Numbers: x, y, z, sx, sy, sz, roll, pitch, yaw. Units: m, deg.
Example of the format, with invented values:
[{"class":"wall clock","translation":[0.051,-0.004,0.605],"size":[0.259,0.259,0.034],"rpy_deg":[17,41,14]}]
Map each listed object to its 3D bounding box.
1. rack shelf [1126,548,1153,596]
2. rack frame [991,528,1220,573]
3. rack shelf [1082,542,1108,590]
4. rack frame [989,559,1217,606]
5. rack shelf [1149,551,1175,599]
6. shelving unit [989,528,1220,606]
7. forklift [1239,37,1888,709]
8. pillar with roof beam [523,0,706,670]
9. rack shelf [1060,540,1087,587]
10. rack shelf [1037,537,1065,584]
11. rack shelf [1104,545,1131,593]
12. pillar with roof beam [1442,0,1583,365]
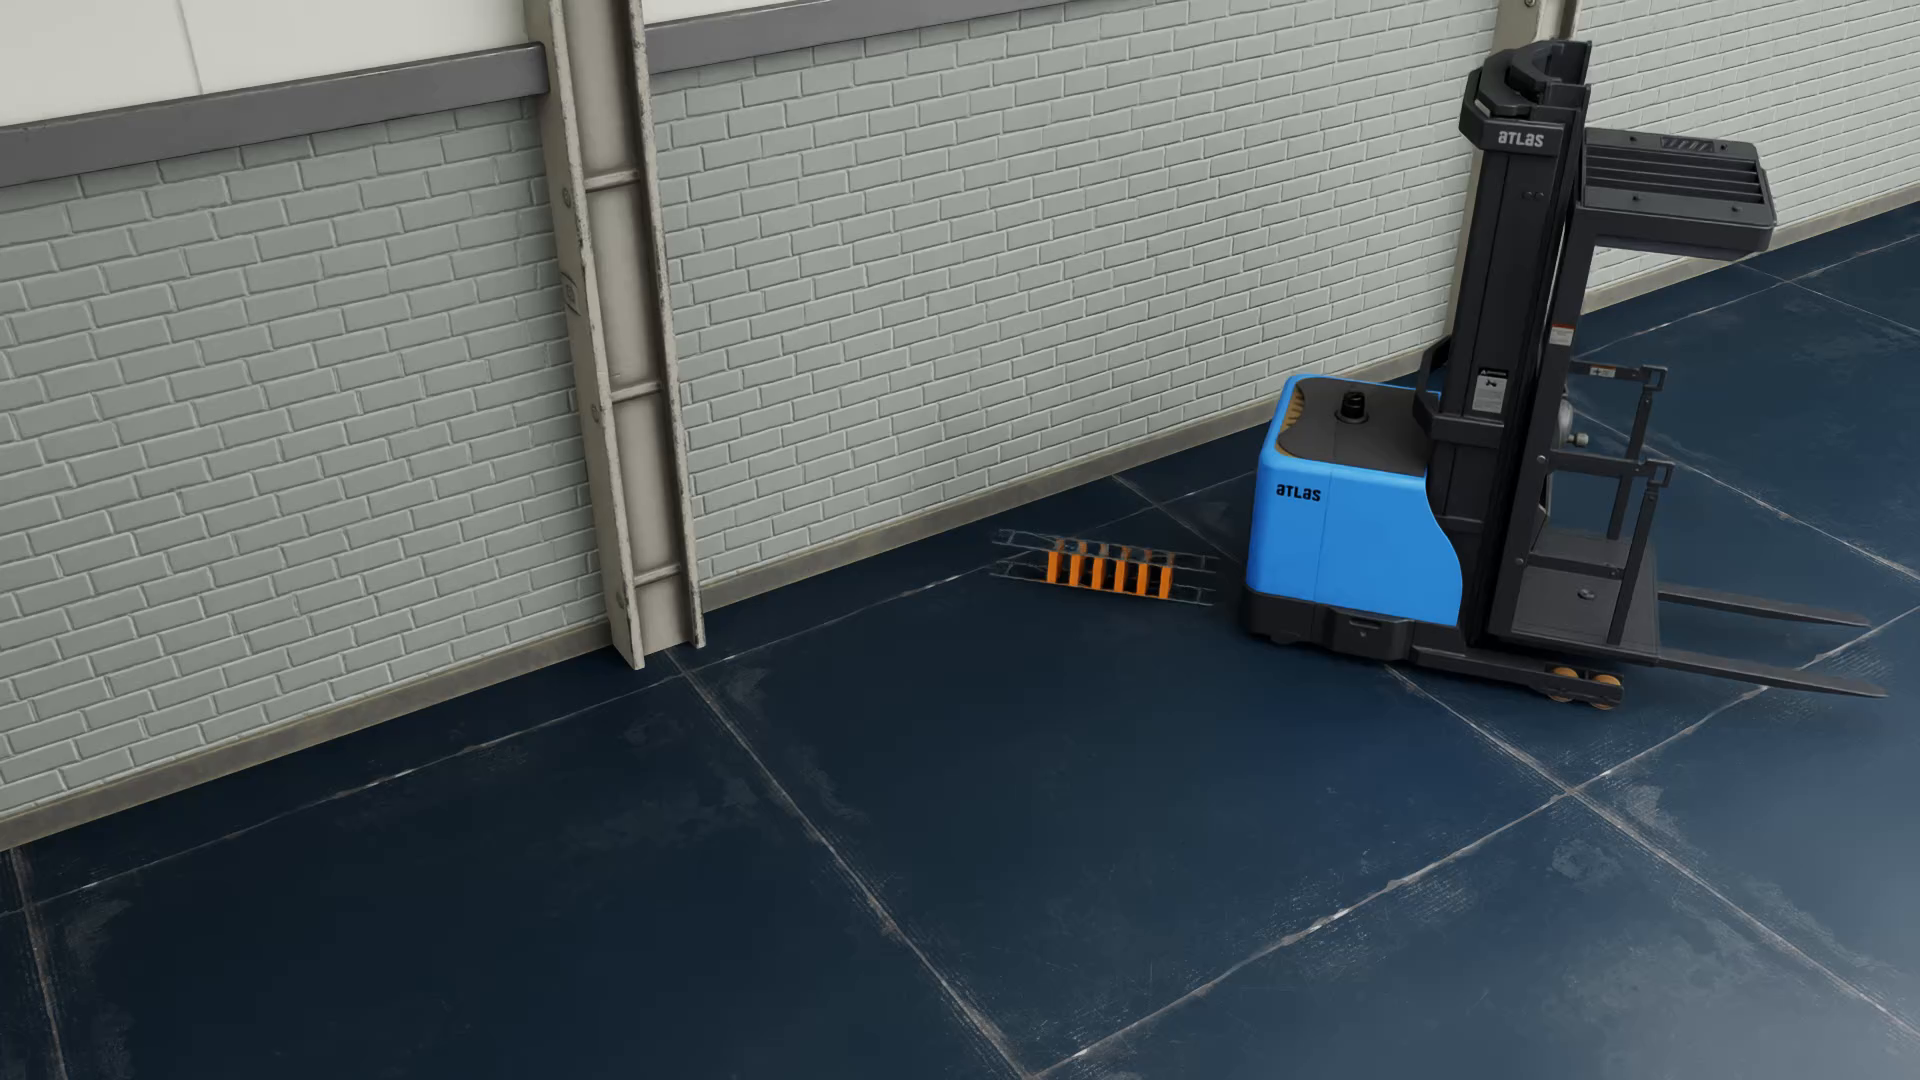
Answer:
[{"class":"rack shelf","translation":[0.963,0.166,8.863],"size":[0.103,0.180,0.258],"rpy_deg":[8,20,11]},{"class":"rack frame","translation":[0.778,0.055,8.870],"size":[1.200,0.006,0.240],"rpy_deg":[8,20,11]},{"class":"rack shelf","translation":[0.729,0.135,8.909],"size":[0.103,0.180,0.258],"rpy_deg":[8,20,11]},{"class":"rack frame","translation":[0.767,0.226,8.932],"size":[1.200,0.006,0.240],"rpy_deg":[8,20,11]},{"class":"rack shelf","translation":[1.080,0.182,8.841],"size":[0.103,0.180,0.258],"rpy_deg":[8,20,11]},{"class":"shelving unit","translation":[0.773,0.141,8.901],"size":[1.200,0.189,0.258],"rpy_deg":[8,20,11]},{"class":"forklift","translation":[3.012,-0.737,7.793],"size":[3.031,2.935,1.130],"rpy_deg":[10,34,15]},{"class":"pillar with roof beam","translation":[0.785,-1.348,3.074],"size":[0.400,9.000,9.100],"rpy_deg":[-19,37,-27]},{"class":"rack shelf","translation":[0.613,0.119,8.932],"size":[0.103,0.180,0.258],"rpy_deg":[8,20,11]},{"class":"rack shelf","translation":[0.496,0.103,8.955],"size":[0.103,0.180,0.258],"rpy_deg":[8,20,11]},{"class":"rack shelf","translation":[0.846,0.151,8.886],"size":[0.103,0.180,0.258],"rpy_deg":[8,20,11]},{"class":"pillar with roof beam","translation":[5.828,-3.082,5.823],"size":[0.400,9.000,9.100],"rpy_deg":[-19,37,-27]}]
